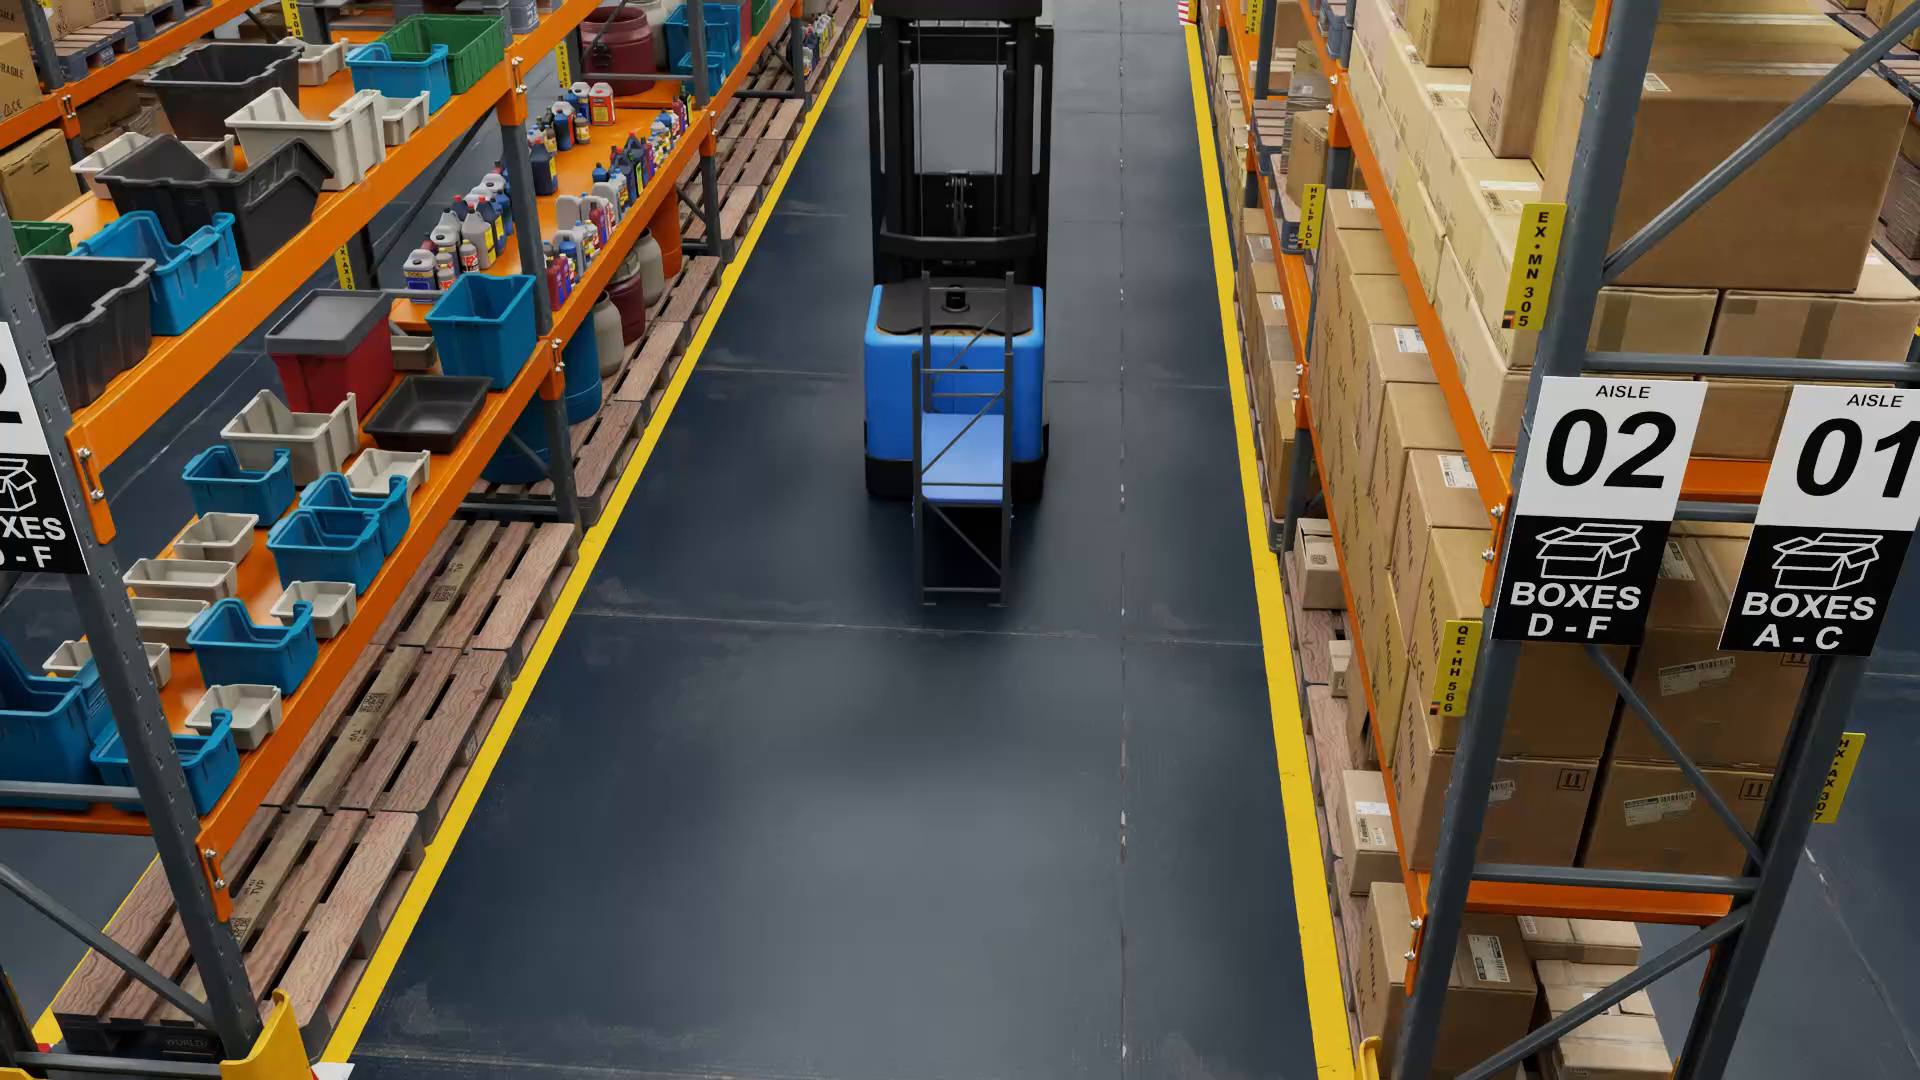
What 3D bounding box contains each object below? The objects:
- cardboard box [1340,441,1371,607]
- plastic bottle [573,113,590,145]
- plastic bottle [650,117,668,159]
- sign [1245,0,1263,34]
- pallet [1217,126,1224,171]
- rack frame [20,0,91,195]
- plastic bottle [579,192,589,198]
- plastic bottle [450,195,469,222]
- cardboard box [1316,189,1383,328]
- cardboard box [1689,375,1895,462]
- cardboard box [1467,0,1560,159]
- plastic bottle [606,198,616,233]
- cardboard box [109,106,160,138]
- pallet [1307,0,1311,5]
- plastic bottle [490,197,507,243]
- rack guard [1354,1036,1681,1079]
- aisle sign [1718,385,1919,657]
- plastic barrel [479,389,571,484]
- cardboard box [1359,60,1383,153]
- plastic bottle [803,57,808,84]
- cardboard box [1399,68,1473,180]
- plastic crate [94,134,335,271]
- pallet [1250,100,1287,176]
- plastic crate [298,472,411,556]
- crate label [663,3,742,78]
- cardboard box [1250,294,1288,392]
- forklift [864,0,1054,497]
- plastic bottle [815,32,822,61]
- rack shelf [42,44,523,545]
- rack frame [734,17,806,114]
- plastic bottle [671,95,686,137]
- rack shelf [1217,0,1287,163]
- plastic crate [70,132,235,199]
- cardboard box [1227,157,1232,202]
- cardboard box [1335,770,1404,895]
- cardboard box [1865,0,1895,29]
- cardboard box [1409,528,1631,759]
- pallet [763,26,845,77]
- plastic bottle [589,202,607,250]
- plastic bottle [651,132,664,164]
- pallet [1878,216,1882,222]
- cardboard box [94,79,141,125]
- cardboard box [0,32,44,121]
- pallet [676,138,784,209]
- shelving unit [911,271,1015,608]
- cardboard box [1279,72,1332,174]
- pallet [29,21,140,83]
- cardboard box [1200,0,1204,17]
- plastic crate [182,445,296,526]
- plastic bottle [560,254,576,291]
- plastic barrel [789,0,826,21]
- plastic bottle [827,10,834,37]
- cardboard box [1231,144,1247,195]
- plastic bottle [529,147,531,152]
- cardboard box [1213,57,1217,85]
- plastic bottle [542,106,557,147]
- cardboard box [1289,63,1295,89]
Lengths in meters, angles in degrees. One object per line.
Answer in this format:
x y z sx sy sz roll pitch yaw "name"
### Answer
1.836 -0.058 6.671 0.500 0.500 0.500 2 32 3 "cardboard box"
-2.610 -2.837 11.463 0.097 0.201 0.097 0 32 0 "plastic bottle"
-2.026 -2.703 11.180 0.097 0.271 0.097 0 32 0 "plastic bottle"
2.043 -3.672 11.527 0.100 0.325 0.005 2 32 4 "sign"
2.901 -3.675 15.293 1.003 0.211 1.213 2 32 4 "pallet"
-7.277 -3.583 12.485 1.000 3.000 0.127 2 32 4 "rack frame"
-2.280 -2.022 10.141 0.097 0.201 0.097 0 32 0 "plastic bottle"
-2.902 -1.850 9.720 0.144 0.351 0.185 2 32 4 "plastic bottle"
1.952 -1.300 7.732 0.500 0.500 0.500 3 32 5 "cardboard box"
2.240 -0.445 4.678 0.500 0.250 0.500 2 32 4 "cardboard box"
2.030 -1.513 5.219 0.700 0.500 0.500 2 32 4 "cardboard box"
-2.136 -1.964 10.048 0.097 0.201 0.097 0 32 0 "plastic bottle"
-7.210 -3.348 14.067 0.700 0.500 0.500 0 32 0 "cardboard box"
2.475 -3.143 9.092 1.213 0.211 1.003 2 32 4 "pallet"
-2.759 -1.904 9.883 0.097 0.271 0.097 0 32 0 "plastic bottle"
1.951 2.050 5.727 1.175 0.500 0.348 2 32 4 "rack guard"
2.232 -0.033 4.247 0.394 0.787 0.004 2 32 4 "aisle sign"
-2.605 -0.849 9.648 0.600 0.901 0.708 2 32 4 "plastic barrel"
1.940 -1.774 6.834 0.500 0.250 0.500 2 32 4 "cardboard box"
-1.552 -4.636 16.376 0.097 0.271 0.097 0 32 0 "plastic bottle"
1.852 -1.464 5.855 0.500 0.250 0.500 2 32 4 "cardboard box"
-2.593 -1.226 5.860 0.504 0.338 0.767 2 32 4 "plastic crate"
2.611 -2.718 11.265 1.213 0.211 1.003 2 32 4 "pallet"
-2.512 -0.103 6.940 0.416 0.233 0.300 2 32 4 "plastic crate"
-1.990 -3.894 12.956 0.502 0.435 0.616 2 32 4 "crate label"
2.154 -1.246 10.656 0.500 0.500 0.500 1 32 2 "cardboard box"
0.009 -2.237 10.367 1.130 2.935 3.031 1 32 1 "forklift"
-1.465 -5.081 17.086 0.061 0.283 0.133 4 32 6 "plastic bottle"
-2.829 -1.204 6.452 1.077 0.370 4.000 2 32 4 "rack shelf"
-2.015 -5.463 15.535 1.000 3.000 0.127 2 32 4 "rack frame"
-1.967 -2.971 11.603 0.061 0.283 0.133 2 32 4 "plastic bottle"
2.759 -3.897 13.681 1.077 0.370 4.000 2 32 4 "rack shelf"
-3.071 -1.444 6.406 0.437 0.136 0.530 2 32 4 "plastic crate"
2.478 -2.984 13.734 0.500 0.250 0.500 3 32 5 "cardboard box"
1.851 1.219 6.895 0.500 0.250 0.500 2 32 4 "cardboard box"
7.709 -4.367 13.243 0.700 0.500 0.500 7 32 11 "cardboard box"
1.707 0.313 5.115 0.500 0.500 0.500 2 32 4 "cardboard box"
-1.822 -5.265 17.872 1.003 0.211 1.213 2 32 4 "pallet"
-2.139 -1.868 9.813 0.061 0.283 0.133 2 32 4 "plastic bottle"
-2.034 -2.622 11.115 0.097 0.201 0.097 0 32 0 "plastic bottle"
7.701 -2.806 13.882 1.003 0.211 1.213 2 32 4 "pallet"
-7.219 -3.655 13.850 0.500 0.250 0.500 6 32 10 "cardboard box"
-7.070 -3.357 12.023 0.500 0.500 0.500 3 32 5 "cardboard box"
-2.137 -3.224 14.560 1.003 0.211 1.213 2 32 4 "pallet"
0.027 -0.550 8.993 0.538 1.500 1.048 1 32 1 "shelving unit"
2.393 -2.575 10.354 0.700 0.500 0.500 8 33 13 "cardboard box"
-7.325 -3.878 13.147 1.213 0.211 1.003 2 32 4 "pallet"
2.982 -6.078 18.755 0.500 0.250 0.500 2 32 4 "cardboard box"
-3.080 -0.227 7.142 0.416 0.233 0.300 2 32 4 "plastic crate"
-2.209 -1.499 9.294 0.097 0.201 0.097 0 32 0 "plastic bottle"
-1.707 -6.065 18.483 0.421 0.512 0.421 0 32 0 "plastic barrel"
-1.393 -5.544 17.838 0.061 0.283 0.133 3 32 5 "plastic bottle"
2.429 -2.961 13.162 0.500 0.311 0.500 2 32 3 "cardboard box"
-2.811 -2.381 10.653 0.152 0.276 0.135 2 32 4 "plastic bottle"
2.742 -4.509 16.209 0.500 0.250 0.500 2 32 4 "cardboard box"
-2.792 -2.799 11.324 0.061 0.283 0.133 2 32 4 "plastic bottle"
2.669 -3.308 12.124 0.500 0.311 0.500 4 32 7 "cardboard box"
